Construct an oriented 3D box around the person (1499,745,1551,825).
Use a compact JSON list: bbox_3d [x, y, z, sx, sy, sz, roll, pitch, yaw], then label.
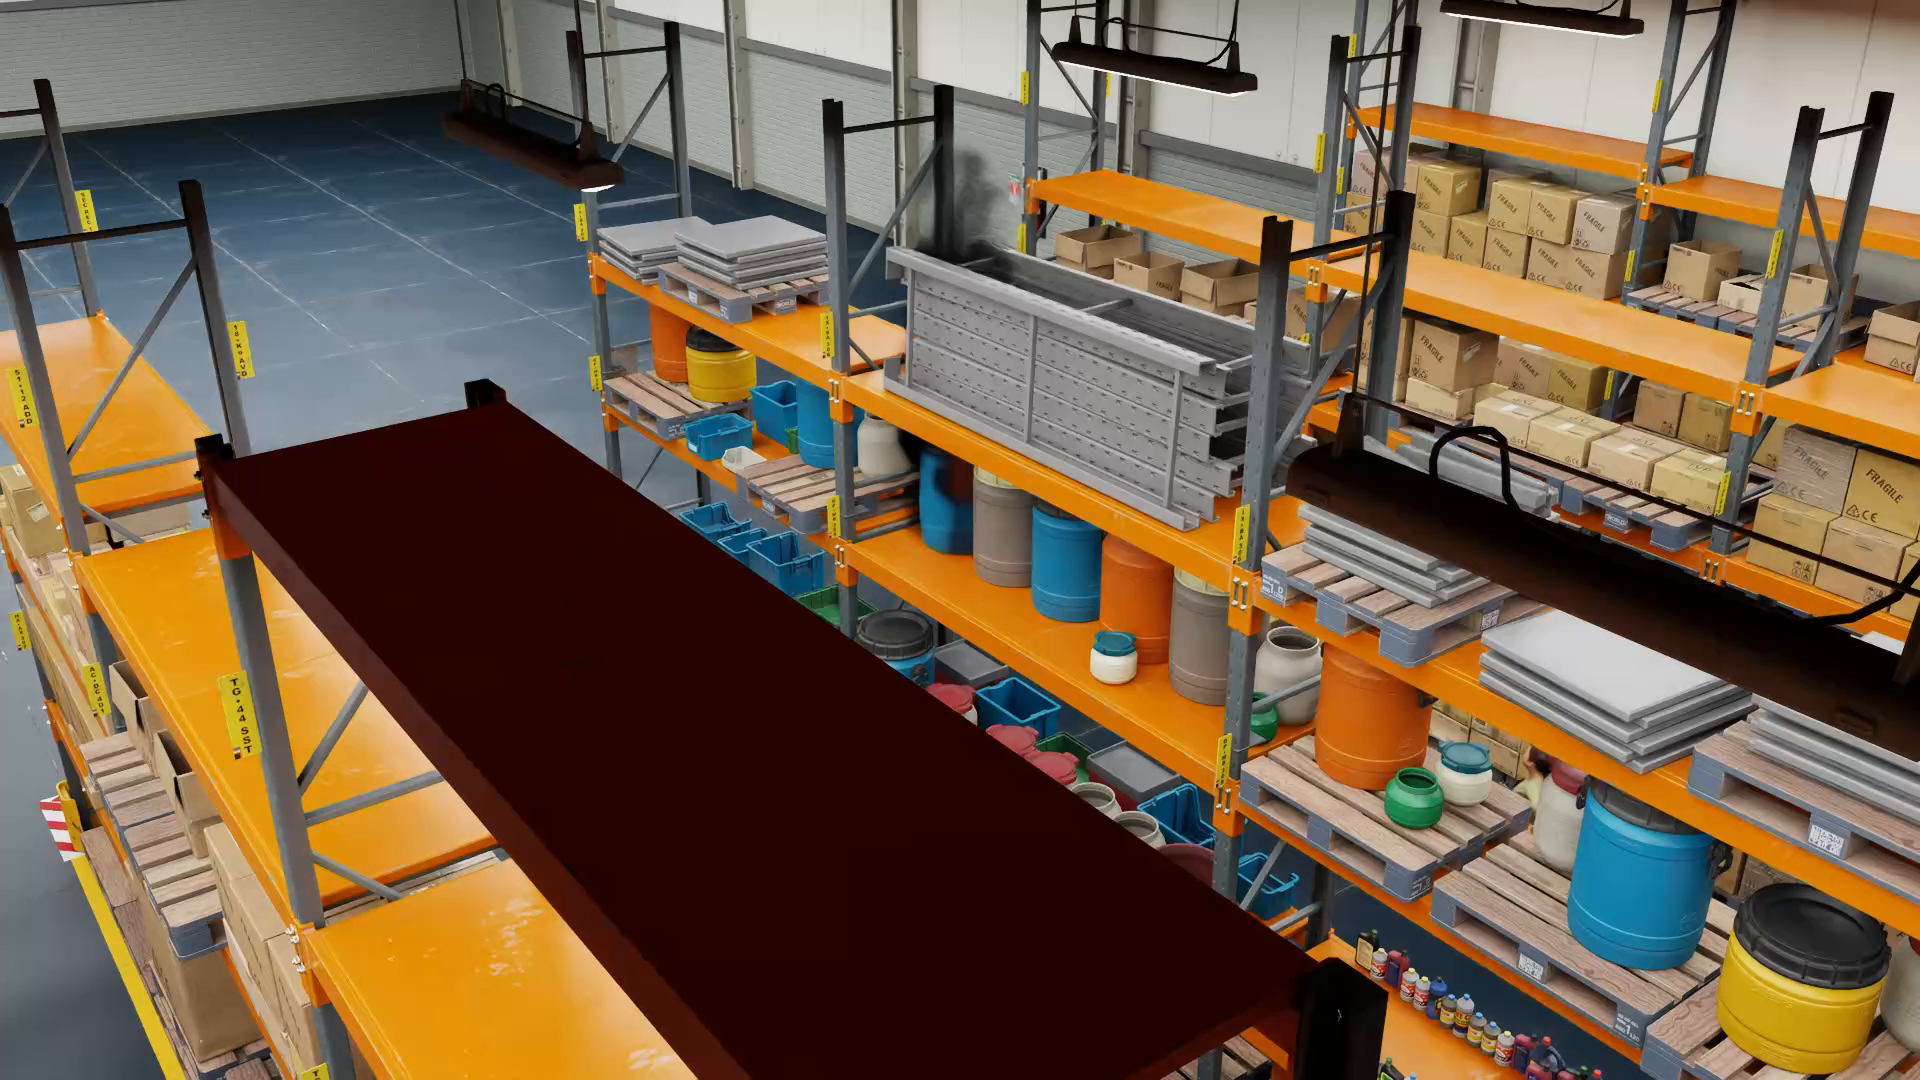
[{"bbox_3d":[4.125,2.185,11.980,0.580,1.592,0.848,-20,31,-37],"label":"person"}]
